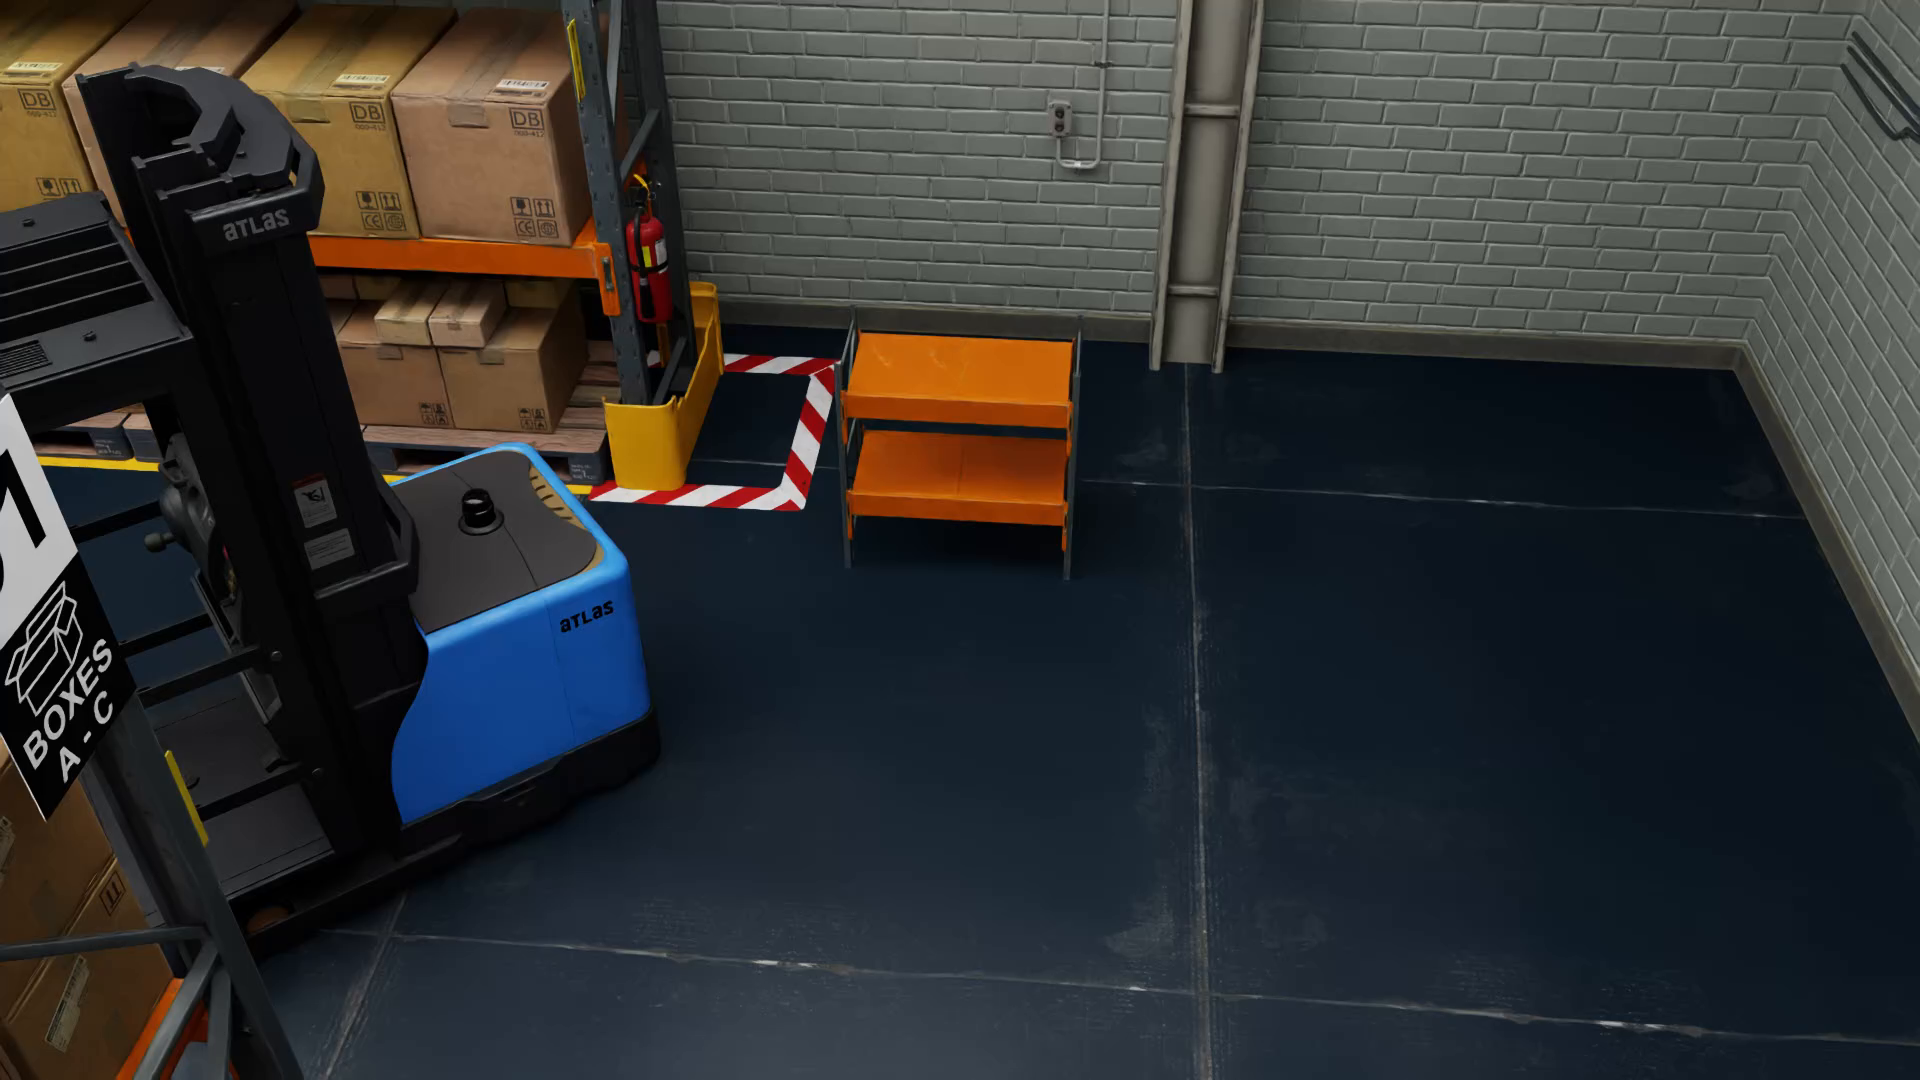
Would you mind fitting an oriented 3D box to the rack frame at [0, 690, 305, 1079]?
[{"bbox_3d":[-1.946,1.336,3.903,0.127,3.000,1.000,3,39,4],"label":"rack frame"}]

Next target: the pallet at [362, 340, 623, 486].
[{"bbox_3d":[-2.325,-0.692,8.604,1.213,0.211,1.003,3,39,4],"label":"pallet"}]

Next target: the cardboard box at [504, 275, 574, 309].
[{"bbox_3d":[-2.086,-1.319,8.298,0.250,0.149,0.380,3,39,4],"label":"cardboard box"}]

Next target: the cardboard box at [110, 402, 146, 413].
[{"bbox_3d":[-4.271,-1.056,8.489,0.500,0.500,0.700,3,39,3],"label":"cardboard box"}]

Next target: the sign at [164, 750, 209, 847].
[{"bbox_3d":[-1.899,0.659,4.049,0.005,0.325,0.100,3,39,4],"label":"sign"}]

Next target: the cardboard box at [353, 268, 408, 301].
[{"bbox_3d":[-2.840,-1.360,8.348,0.250,0.149,0.380,3,39,4],"label":"cardboard box"}]

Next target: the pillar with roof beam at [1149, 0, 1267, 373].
[{"bbox_3d":[0.871,-1.796,2.998,0.400,9.000,9.100,3,39,4],"label":"pillar with roof beam"}]

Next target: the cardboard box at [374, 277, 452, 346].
[{"bbox_3d":[-2.626,-1.106,8.036,0.250,0.149,0.380,4,39,5],"label":"cardboard box"}]

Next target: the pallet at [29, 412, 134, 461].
[{"bbox_3d":[-4.756,-0.825,8.767,1.213,0.211,1.003,3,39,4],"label":"pallet"}]

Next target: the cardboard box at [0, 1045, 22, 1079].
[{"bbox_3d":[-2.415,1.444,3.691,0.500,0.500,0.500,4,39,5],"label":"cardboard box"}]

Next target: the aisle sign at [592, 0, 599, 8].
[{"bbox_3d":[-1.476,-2.595,6.673,0.004,0.787,0.394,3,39,4],"label":"aisle sign"}]

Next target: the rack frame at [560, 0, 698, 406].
[{"bbox_3d":[-1.522,-1.779,7.730,0.127,3.000,1.000,3,39,4],"label":"rack frame"}]

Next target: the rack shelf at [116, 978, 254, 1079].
[{"bbox_3d":[-3.938,1.506,4.264,4.000,0.370,1.077,3,39,4],"label":"rack shelf"}]

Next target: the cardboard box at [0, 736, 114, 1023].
[{"bbox_3d":[-2.365,0.720,3.789,0.500,0.500,0.500,4,39,5],"label":"cardboard box"}]

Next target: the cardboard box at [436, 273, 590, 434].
[{"bbox_3d":[-2.228,-0.948,8.357,0.500,0.500,0.700,3,39,4],"label":"cardboard box"}]

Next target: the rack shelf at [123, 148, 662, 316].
[{"bbox_3d":[-3.515,-1.609,8.091,4.000,0.370,1.077,3,39,4],"label":"rack shelf"}]

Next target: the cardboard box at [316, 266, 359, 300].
[{"bbox_3d":[-3.094,-1.373,8.365,0.250,0.149,0.380,4,39,4],"label":"cardboard box"}]

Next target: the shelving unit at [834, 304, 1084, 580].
[{"bbox_3d":[0.007,-0.436,7.565,1.048,1.125,0.538,3,39,4],"label":"shelving unit"}]

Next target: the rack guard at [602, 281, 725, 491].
[{"bbox_3d":[-1.498,-0.809,8.518,0.348,0.500,1.175,3,39,4],"label":"rack guard"}]

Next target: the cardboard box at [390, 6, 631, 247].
[{"bbox_3d":[-2.031,-1.917,7.662,0.700,0.700,0.980,5,39,6],"label":"cardboard box"}]

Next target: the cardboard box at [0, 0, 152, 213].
[{"bbox_3d":[-4.241,-2.031,7.801,0.700,0.700,0.980,2,39,3],"label":"cardboard box"}]

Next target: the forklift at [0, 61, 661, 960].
[{"bbox_3d":[-2.718,0.053,5.533,3.031,2.935,1.130,-24,45,-26],"label":"forklift"}]

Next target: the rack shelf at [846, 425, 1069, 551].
[{"bbox_3d":[0.007,-0.246,7.719,1.000,0.278,0.538,3,39,4],"label":"rack shelf"}]

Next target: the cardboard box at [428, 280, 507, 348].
[{"bbox_3d":[-2.372,-1.092,8.020,0.250,0.149,0.380,3,39,3],"label":"cardboard box"}]

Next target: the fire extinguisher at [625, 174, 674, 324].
[{"bbox_3d":[-1.412,-1.306,7.506,0.183,0.674,0.296,3,39,4],"label":"fire extinguisher"}]

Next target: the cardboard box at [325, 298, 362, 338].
[{"bbox_3d":[-3.228,-1.002,8.423,0.500,0.500,0.700,2,39,2],"label":"cardboard box"}]

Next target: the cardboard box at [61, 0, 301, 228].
[{"bbox_3d":[-3.516,-1.997,7.760,0.700,0.700,0.980,1,39,2],"label":"cardboard box"}]

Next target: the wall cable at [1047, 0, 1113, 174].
[{"bbox_3d":[-0.165,-2.699,8.055,1.851,1.984,0.084,3,39,4],"label":"wall cable"}]

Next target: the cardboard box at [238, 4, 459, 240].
[{"bbox_3d":[-2.757,-1.950,7.702,0.700,0.700,0.980,3,39,3],"label":"cardboard box"}]

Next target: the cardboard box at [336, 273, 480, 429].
[{"bbox_3d":[-2.727,-0.975,8.390,0.500,0.500,0.700,3,39,4],"label":"cardboard box"}]

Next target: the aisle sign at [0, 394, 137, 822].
[{"bbox_3d":[-1.852,0.147,3.304,0.004,0.787,0.394,3,39,4],"label":"aisle sign"}]

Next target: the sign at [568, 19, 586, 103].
[{"bbox_3d":[-1.583,-1.980,6.872,0.005,0.325,0.100,3,39,4],"label":"sign"}]

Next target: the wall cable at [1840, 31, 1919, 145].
[{"bbox_3d":[4.082,-2.369,6.162,0.112,2.526,3.097,3,39,4],"label":"wall cable"}]

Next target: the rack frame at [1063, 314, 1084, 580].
[{"bbox_3d":[0.513,-0.408,7.531,0.032,1.125,0.500,3,39,4],"label":"rack frame"}]

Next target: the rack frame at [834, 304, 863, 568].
[{"bbox_3d":[-0.500,-0.464,7.599,0.032,1.125,0.500,3,39,4],"label":"rack frame"}]

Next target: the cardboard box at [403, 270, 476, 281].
[{"bbox_3d":[-2.591,-1.346,8.331,0.250,0.149,0.380,3,39,4],"label":"cardboard box"}]

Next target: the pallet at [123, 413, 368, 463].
[{"bbox_3d":[-3.537,-0.760,8.687,1.213,0.211,1.003,3,39,4],"label":"pallet"}]

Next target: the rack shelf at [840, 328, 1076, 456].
[{"bbox_3d":[0.007,-0.663,7.380,1.000,0.278,0.538,3,39,4],"label":"rack shelf"}]

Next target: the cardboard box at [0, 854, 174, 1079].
[{"bbox_3d":[-2.365,1.107,4.105,0.500,0.500,0.500,4,39,5],"label":"cardboard box"}]

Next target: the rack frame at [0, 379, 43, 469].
[{"bbox_3d":[-1.946,-0.990,2.009,0.127,3.000,1.000,3,39,4],"label":"rack frame"}]
